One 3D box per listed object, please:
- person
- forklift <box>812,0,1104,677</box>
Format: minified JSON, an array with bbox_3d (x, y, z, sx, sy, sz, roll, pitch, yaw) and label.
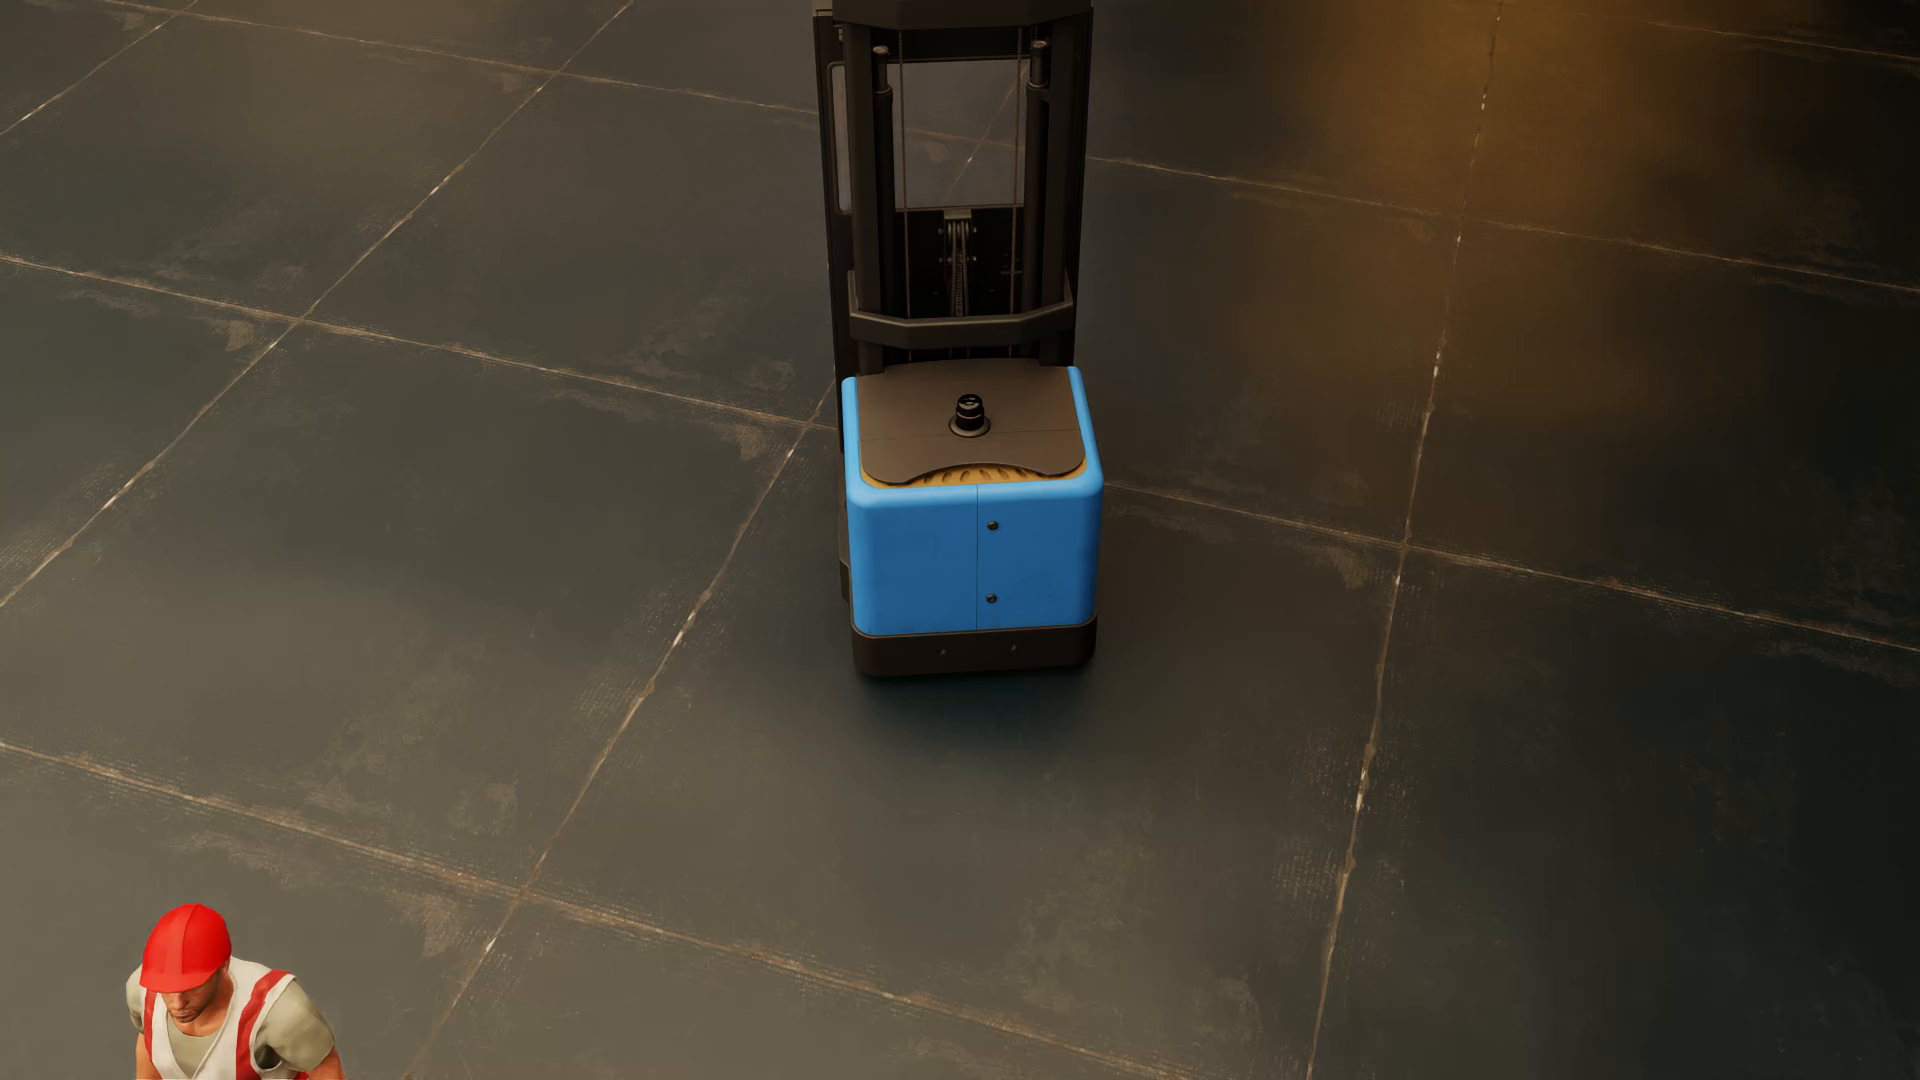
[{"bbox_3d":[-2.039,1.703,4.686,0.637,1.790,0.562,6,43,7],"label":"person"},{"bbox_3d":[-0.048,-1.486,7.287,1.130,2.935,3.031,-3,43,-3],"label":"forklift"}]
